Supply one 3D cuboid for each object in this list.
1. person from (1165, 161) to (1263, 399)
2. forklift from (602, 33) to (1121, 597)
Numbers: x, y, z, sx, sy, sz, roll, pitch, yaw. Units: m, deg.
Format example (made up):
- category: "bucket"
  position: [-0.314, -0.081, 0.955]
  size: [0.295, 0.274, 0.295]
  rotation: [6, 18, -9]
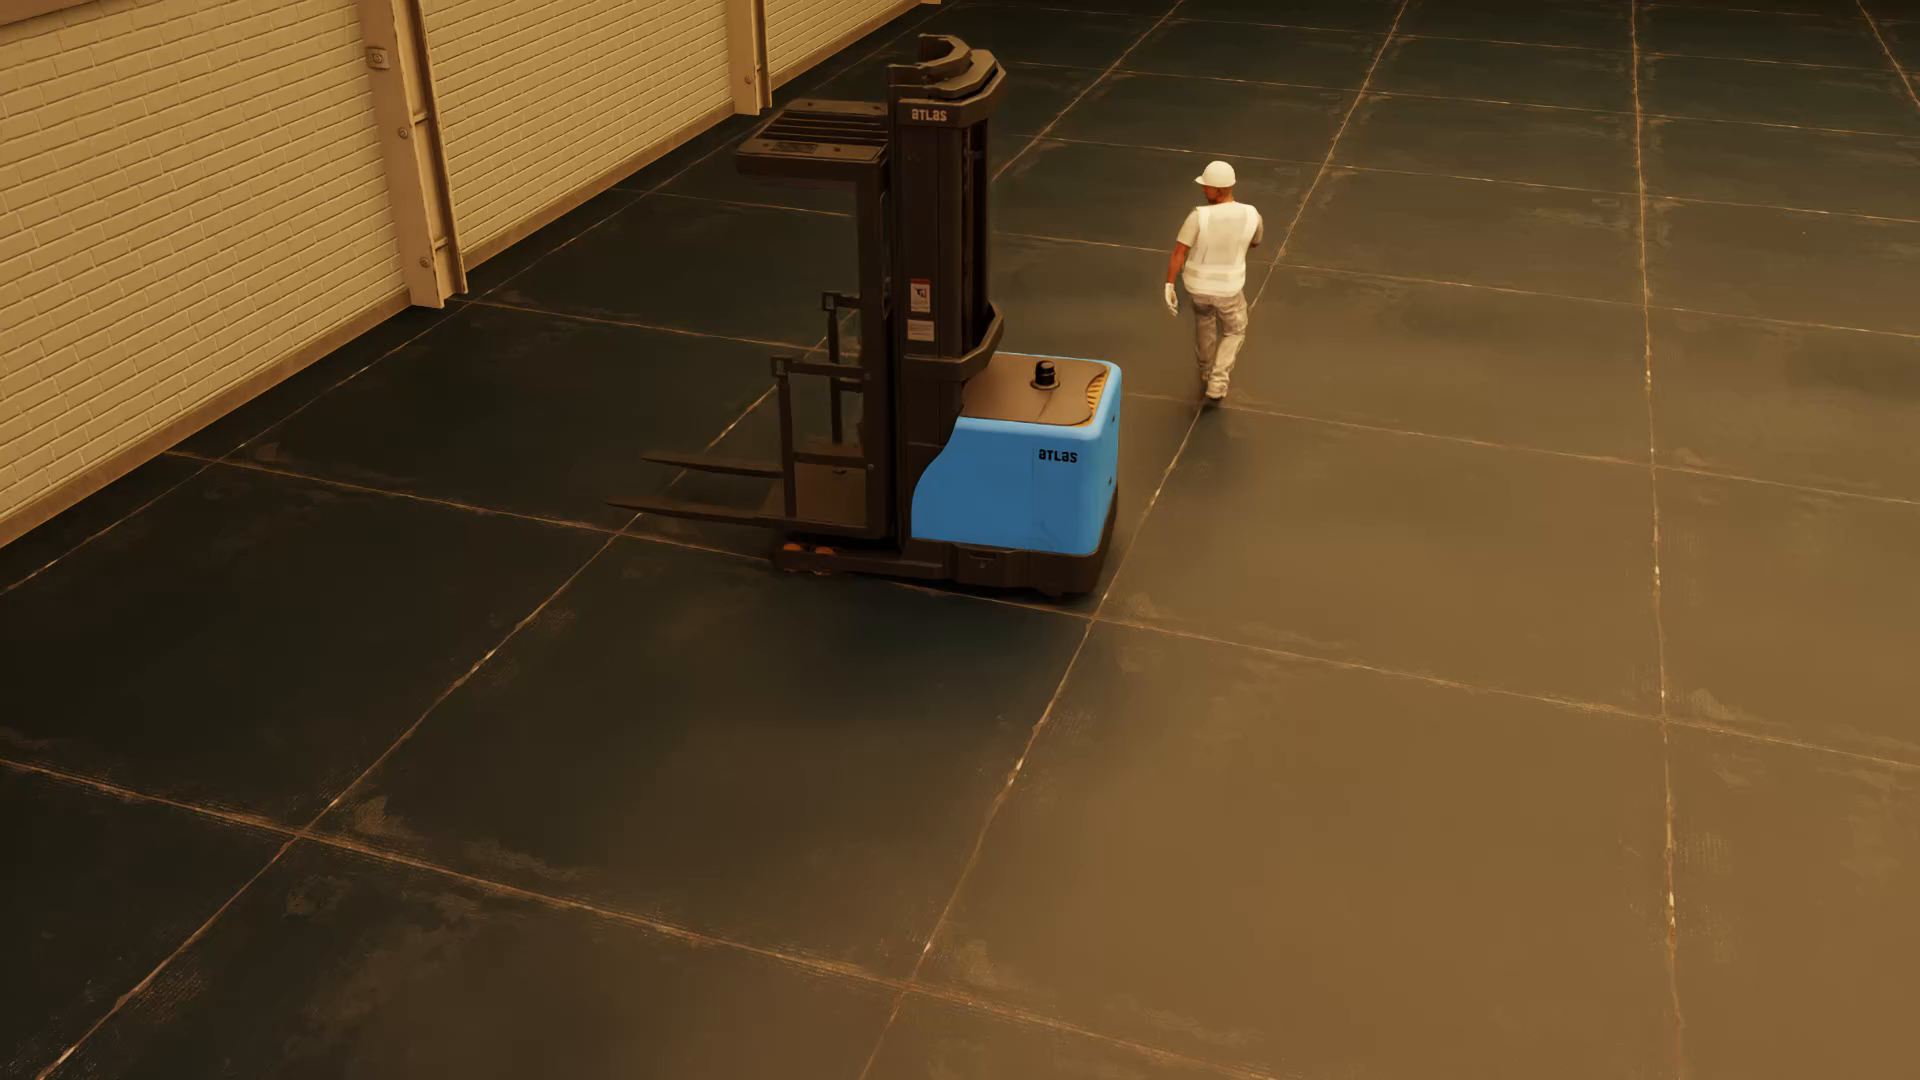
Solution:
- category: "person"
  position: [1.766, -1.804, 11.578]
  size: [0.598, 1.693, 0.896]
  rotation: [7, 30, 12]
- category: "forklift"
  position: [-0.613, -1.313, 9.440]
  size: [3.031, 2.935, 1.130]
  rotation: [6, 30, 11]
